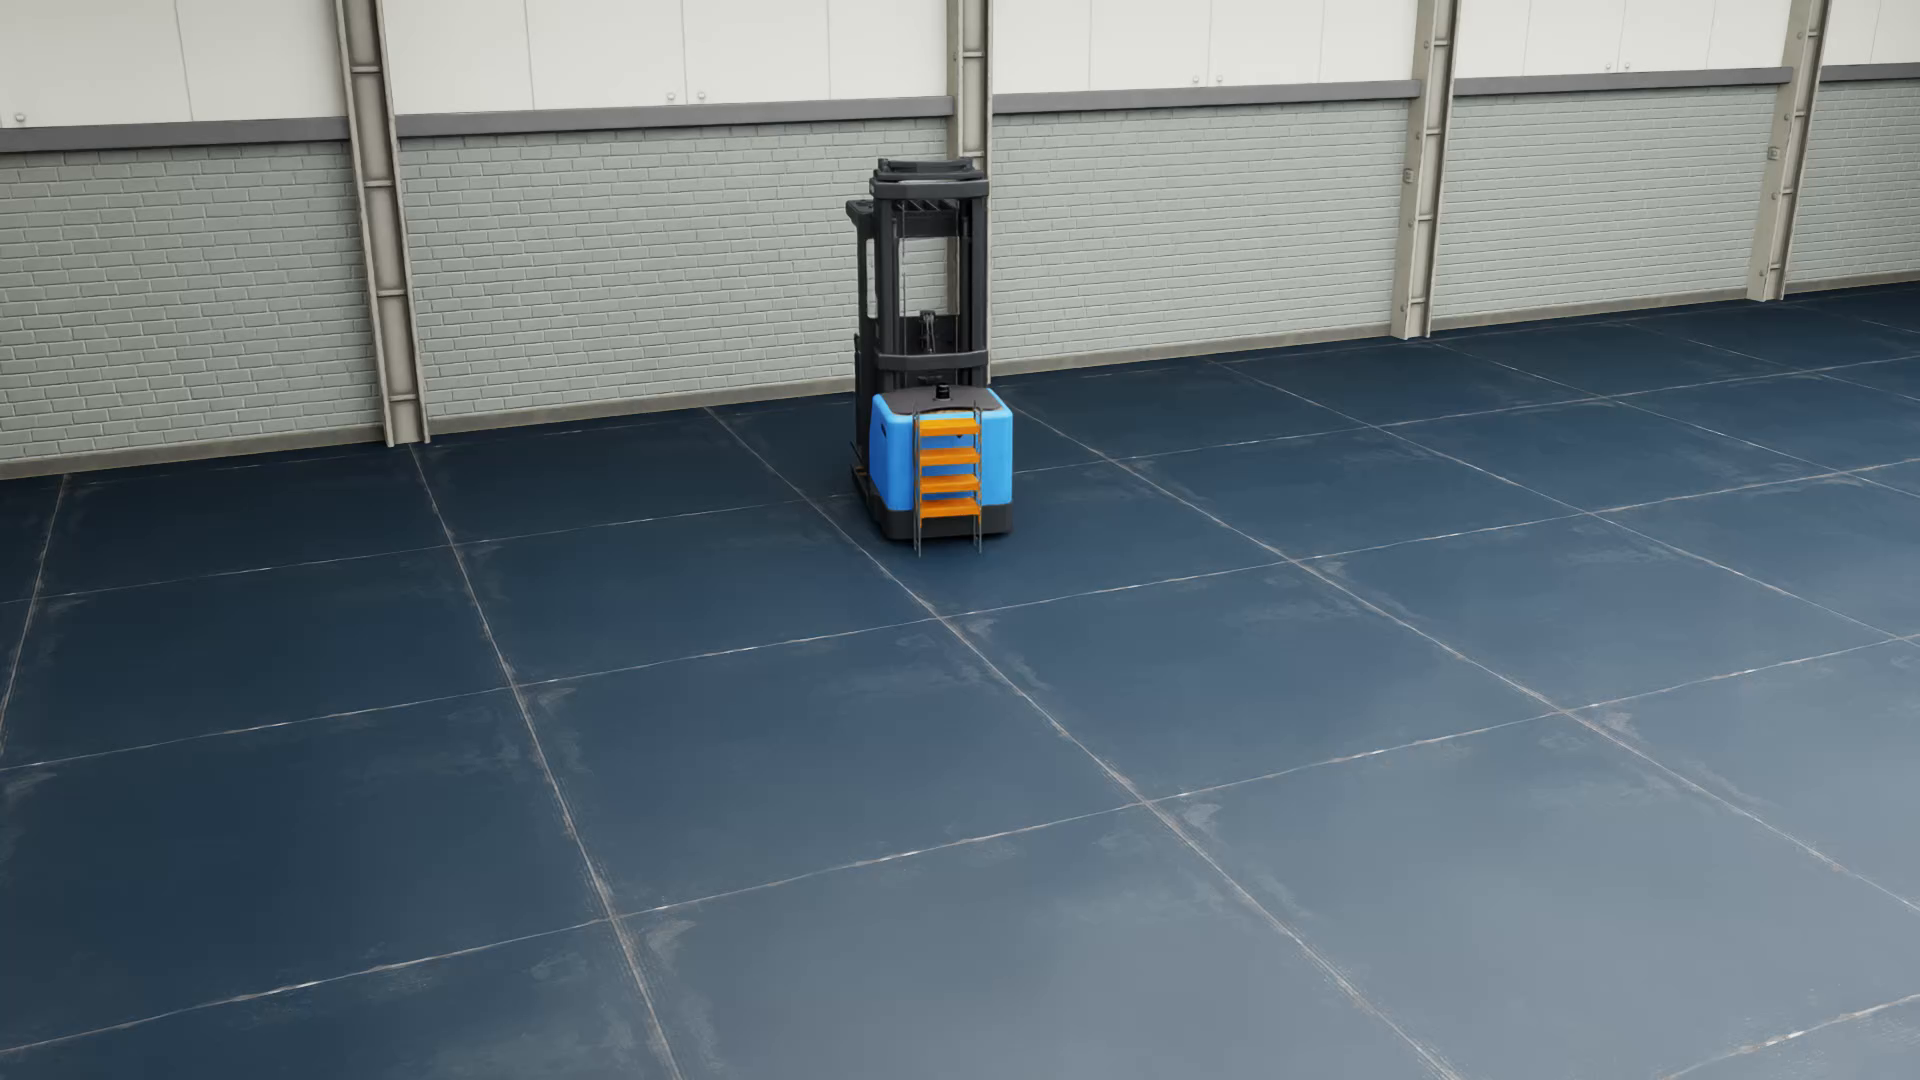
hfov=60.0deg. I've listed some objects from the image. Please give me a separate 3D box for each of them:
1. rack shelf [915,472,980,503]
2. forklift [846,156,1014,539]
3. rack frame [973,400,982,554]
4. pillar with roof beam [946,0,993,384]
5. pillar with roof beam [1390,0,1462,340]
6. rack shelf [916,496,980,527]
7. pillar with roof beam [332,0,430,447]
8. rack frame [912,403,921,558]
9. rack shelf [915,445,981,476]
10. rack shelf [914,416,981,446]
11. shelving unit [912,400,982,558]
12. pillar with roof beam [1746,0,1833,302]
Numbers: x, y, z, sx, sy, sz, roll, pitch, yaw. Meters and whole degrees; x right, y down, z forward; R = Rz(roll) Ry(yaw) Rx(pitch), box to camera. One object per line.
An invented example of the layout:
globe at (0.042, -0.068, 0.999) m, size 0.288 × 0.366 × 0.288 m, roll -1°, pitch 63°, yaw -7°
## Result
rack shelf at (-0.100, -0.414, 13.093) m, size 0.480 × 0.148 × 0.258 m, roll -4°, pitch 20°, yaw -11°
forklift at (-0.364, -1.839, 14.333) m, size 1.130 × 2.935 × 3.031 m, roll -4°, pitch 20°, yaw -11°
rack frame at (0.139, -0.494, 13.117) m, size 0.015 × 1.200 × 0.240 m, roll -4°, pitch 20°, yaw -11°
pillar with roof beam at (1.806, -4.692, 13.298) m, size 0.400 × 9.000 × 9.100 m, roll -8°, pitch 21°, yaw -22°
pillar with roof beam at (7.315, -5.481, 15.539) m, size 0.400 × 9.000 × 9.100 m, roll -8°, pitch 21°, yaw -22°
rack shelf at (-0.100, -0.227, 13.159) m, size 0.480 × 0.148 × 0.258 m, roll -4°, pitch 20°, yaw -11°
pillar with roof beam at (-3.703, -3.903, 11.056) m, size 0.400 × 9.000 × 9.100 m, roll -8°, pitch 21°, yaw -22°
rack frame at (-0.339, -0.461, 13.024) m, size 0.015 × 1.200 × 0.240 m, roll -4°, pitch 20°, yaw -11°
rack shelf at (-0.100, -0.625, 13.018) m, size 0.480 × 0.148 × 0.258 m, roll -4°, pitch 20°, yaw -11°
rack shelf at (-0.100, -0.848, 12.939) m, size 0.480 × 0.148 × 0.258 m, roll -4°, pitch 20°, yaw -11°
shelving unit at (-0.100, -0.477, 13.070) m, size 0.503 × 1.200 × 0.258 m, roll -4°, pitch 20°, yaw -11°
pillar with roof beam at (12.825, -6.270, 17.781) m, size 0.400 × 9.000 × 9.100 m, roll -8°, pitch 21°, yaw -22°
